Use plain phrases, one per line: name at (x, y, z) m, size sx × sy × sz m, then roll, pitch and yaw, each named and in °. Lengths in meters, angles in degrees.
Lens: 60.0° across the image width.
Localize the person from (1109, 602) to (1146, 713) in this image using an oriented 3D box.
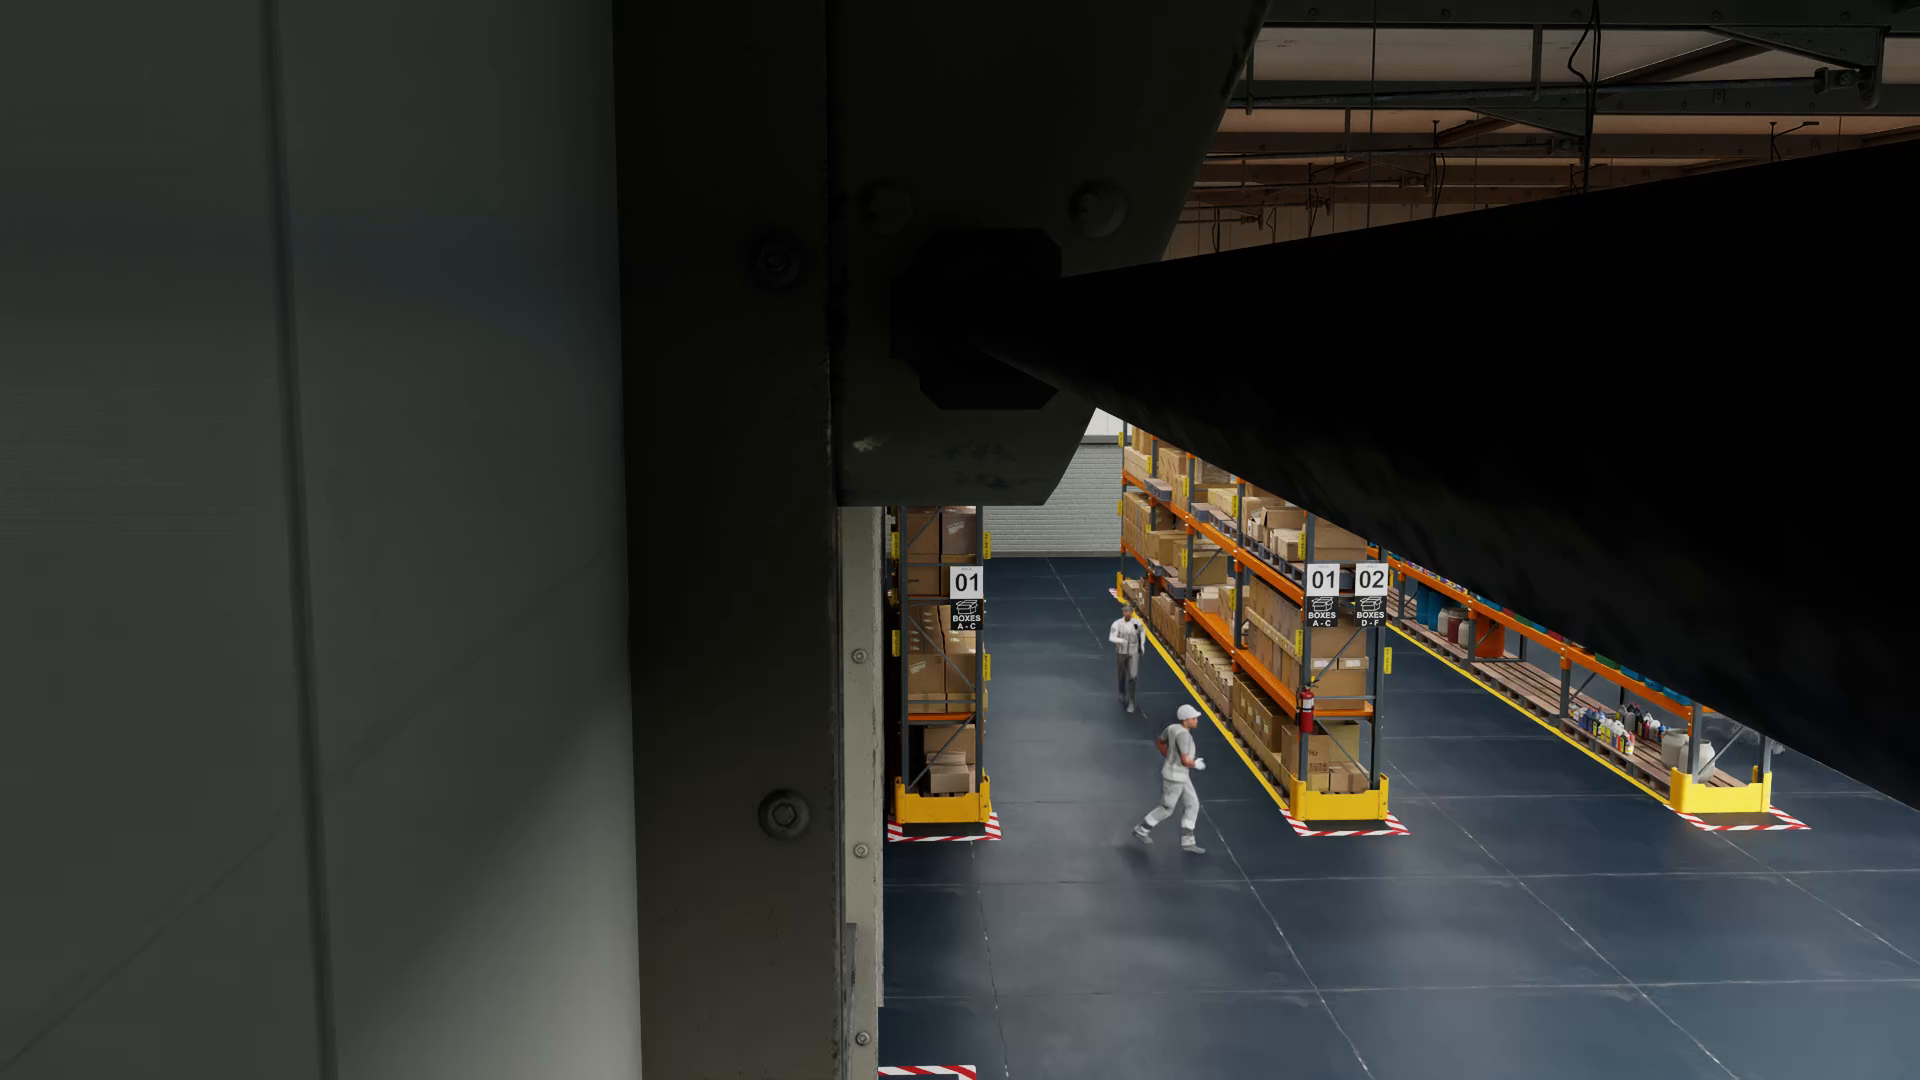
person at (2.638, 1.822, 26.202) m, size 0.583 × 1.746 × 0.830 m, roll 0°, pitch 8°, yaw 3°

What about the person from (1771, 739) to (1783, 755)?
person at (11.779, 2.218, 23.502) m, size 0.707 × 1.659 × 0.956 m, roll -2°, pitch 8°, yaw -14°

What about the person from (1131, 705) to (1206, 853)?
person at (2.418, 2.763, 19.214) m, size 0.862 × 1.760 × 0.614 m, roll 1°, pitch 8°, yaw 9°
